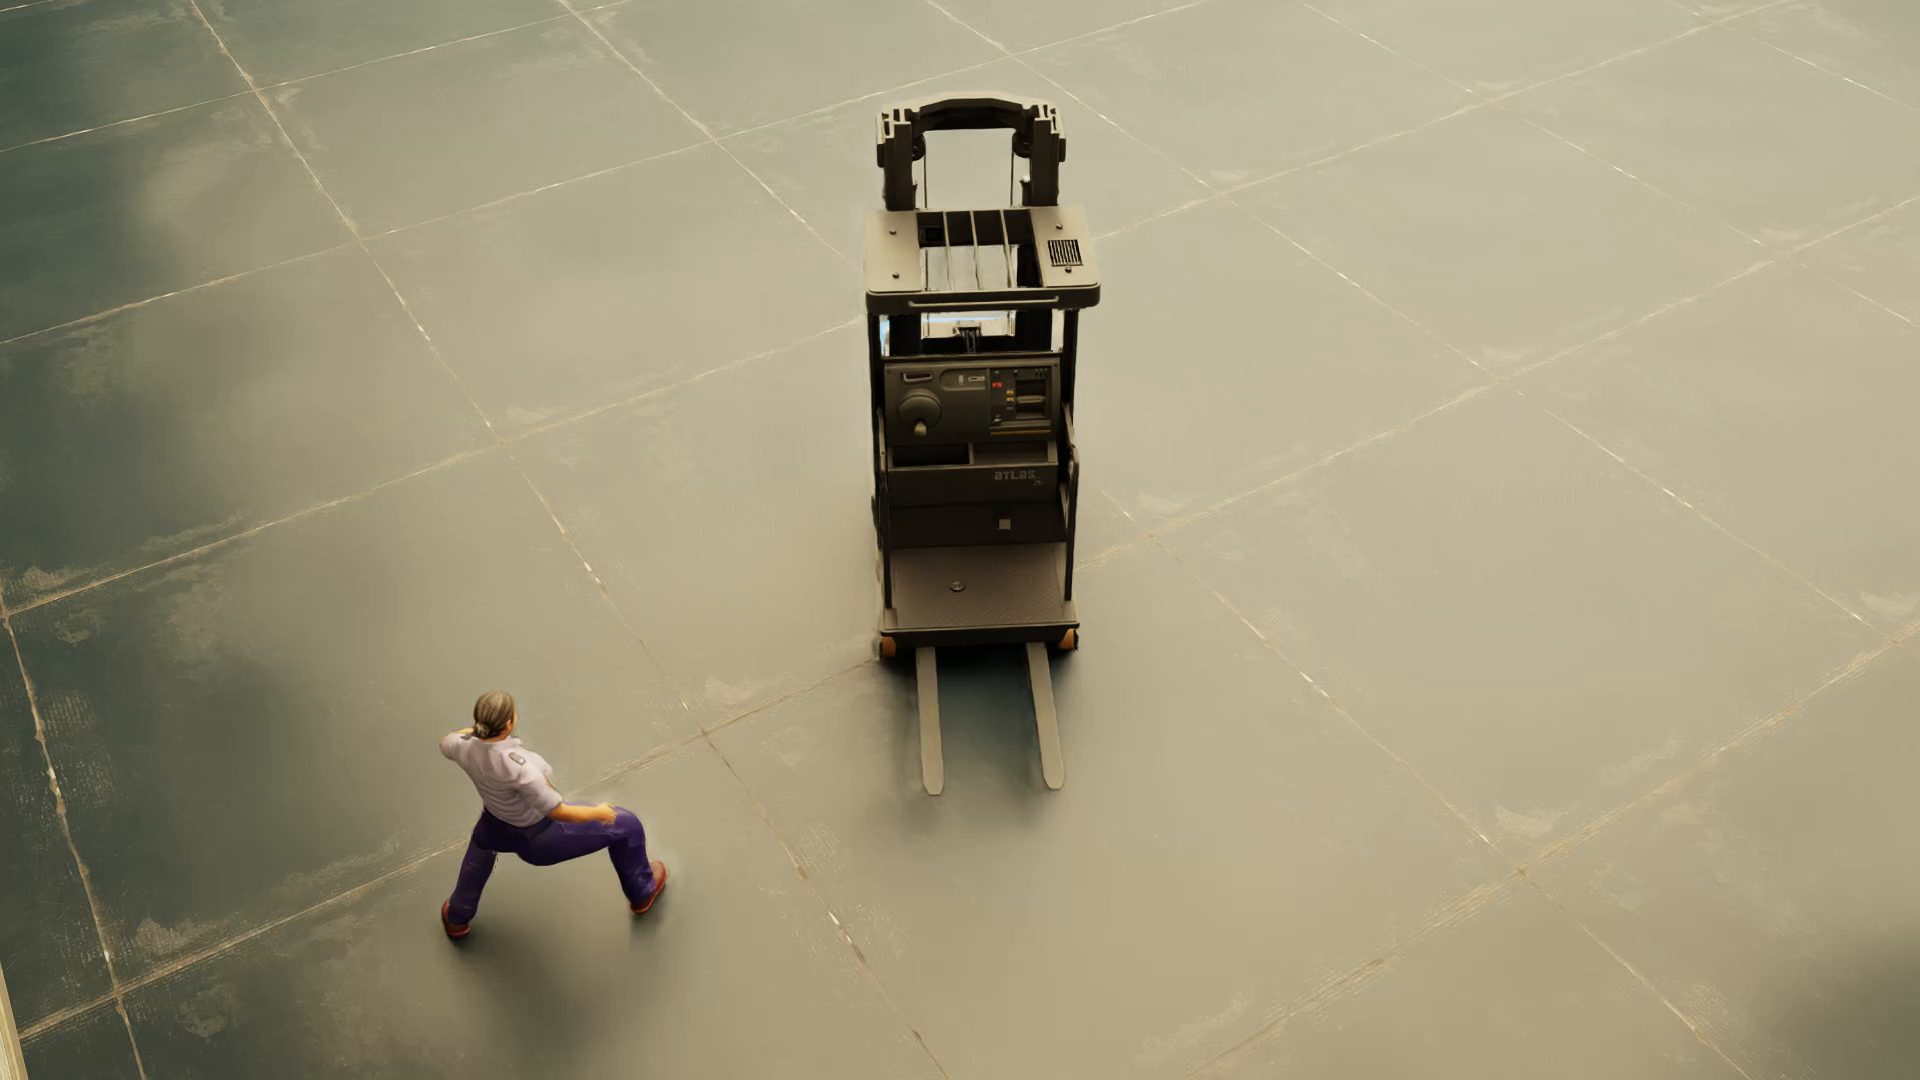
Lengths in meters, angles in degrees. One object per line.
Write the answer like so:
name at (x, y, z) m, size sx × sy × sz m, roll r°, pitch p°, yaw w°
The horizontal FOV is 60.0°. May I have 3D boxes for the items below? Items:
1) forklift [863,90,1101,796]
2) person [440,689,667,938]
forklift at (0.082, -0.669, 8.637) m, size 1.130 × 2.935 × 3.031 m, roll -2°, pitch 41°, yaw -3°
person at (-1.986, 1.213, 7.615) m, size 0.939 × 1.525 × 0.824 m, roll 20°, pitch 45°, yaw 22°
